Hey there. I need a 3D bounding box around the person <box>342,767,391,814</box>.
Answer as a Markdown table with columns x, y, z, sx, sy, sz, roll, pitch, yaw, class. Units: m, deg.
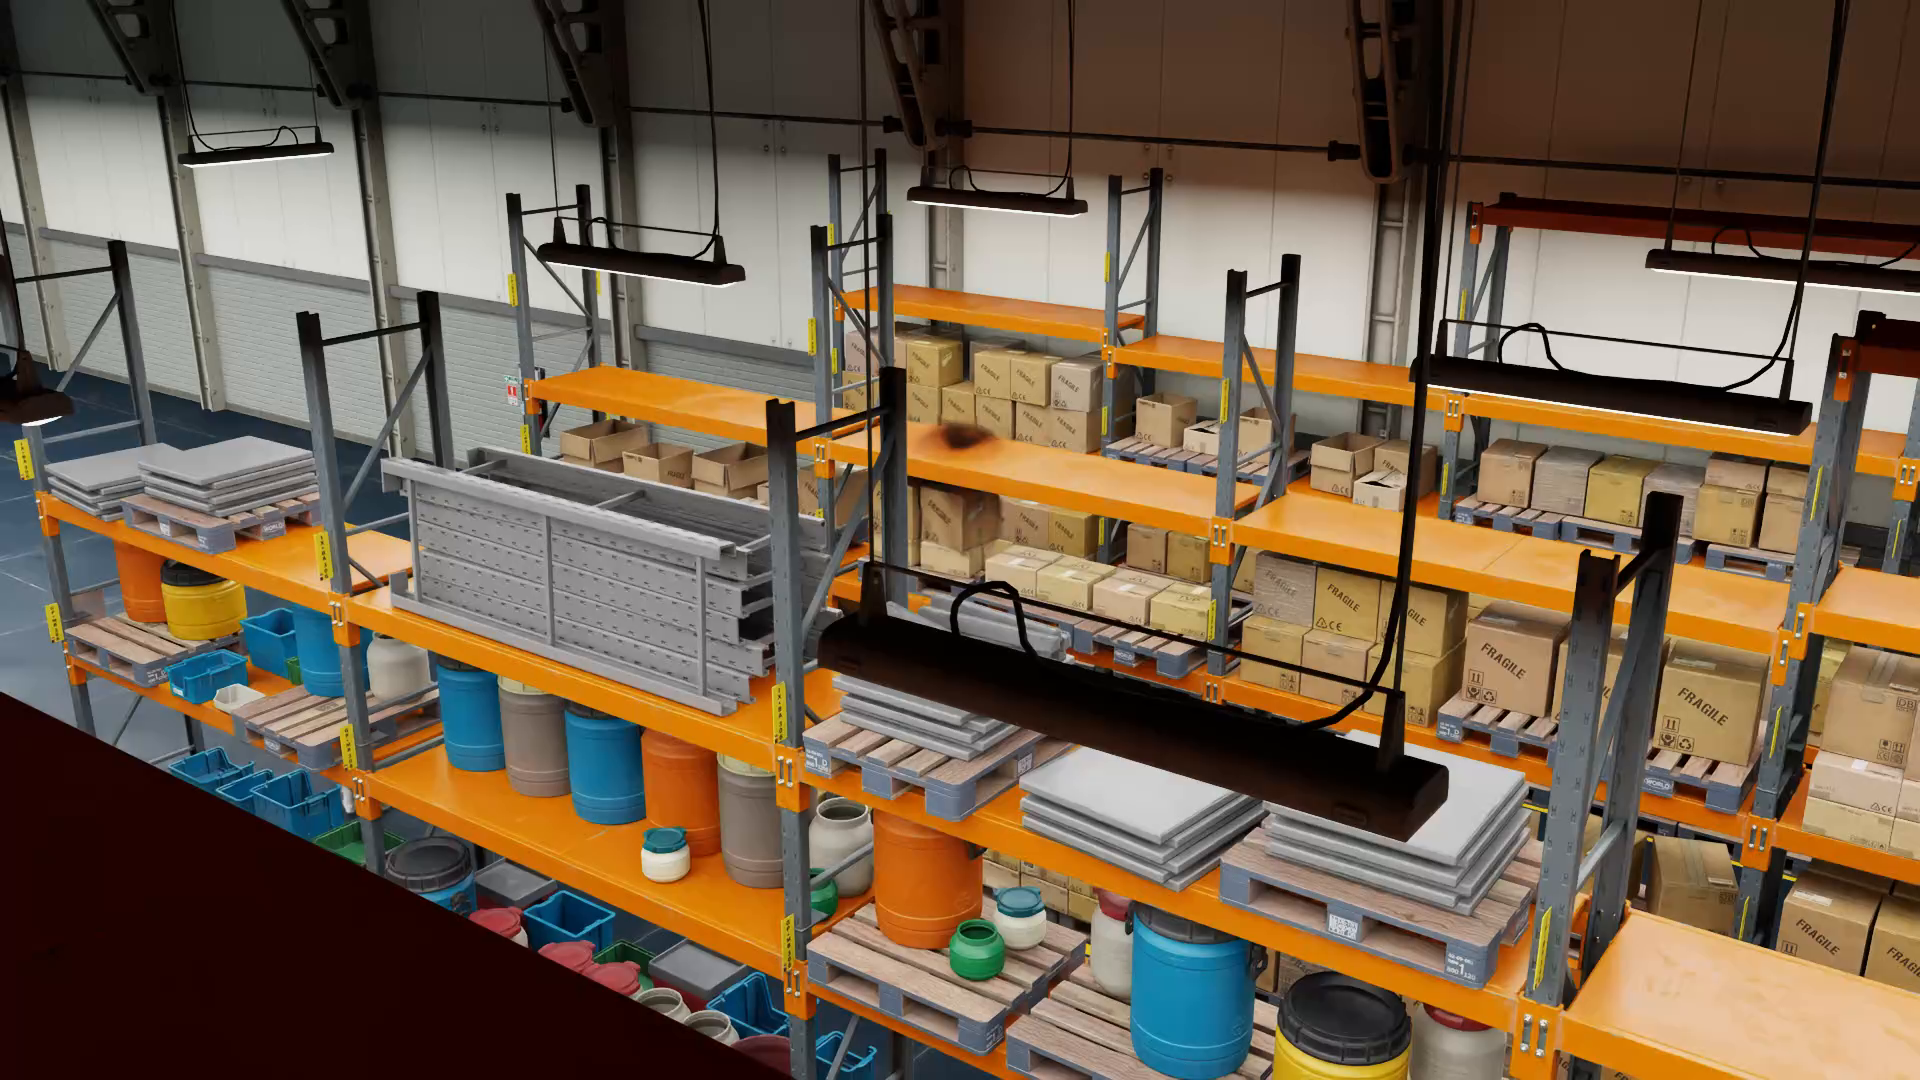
| x | y | z | sx | sy | sz | roll | pitch | yaw | class |
| --- | --- | --- | --- | --- | --- | --- | --- | --- | --- |
| -6.011 | 1.886 | 16.656 | 0.576 | 1.776 | 0.441 | -2 | 19 | -5 | person |
